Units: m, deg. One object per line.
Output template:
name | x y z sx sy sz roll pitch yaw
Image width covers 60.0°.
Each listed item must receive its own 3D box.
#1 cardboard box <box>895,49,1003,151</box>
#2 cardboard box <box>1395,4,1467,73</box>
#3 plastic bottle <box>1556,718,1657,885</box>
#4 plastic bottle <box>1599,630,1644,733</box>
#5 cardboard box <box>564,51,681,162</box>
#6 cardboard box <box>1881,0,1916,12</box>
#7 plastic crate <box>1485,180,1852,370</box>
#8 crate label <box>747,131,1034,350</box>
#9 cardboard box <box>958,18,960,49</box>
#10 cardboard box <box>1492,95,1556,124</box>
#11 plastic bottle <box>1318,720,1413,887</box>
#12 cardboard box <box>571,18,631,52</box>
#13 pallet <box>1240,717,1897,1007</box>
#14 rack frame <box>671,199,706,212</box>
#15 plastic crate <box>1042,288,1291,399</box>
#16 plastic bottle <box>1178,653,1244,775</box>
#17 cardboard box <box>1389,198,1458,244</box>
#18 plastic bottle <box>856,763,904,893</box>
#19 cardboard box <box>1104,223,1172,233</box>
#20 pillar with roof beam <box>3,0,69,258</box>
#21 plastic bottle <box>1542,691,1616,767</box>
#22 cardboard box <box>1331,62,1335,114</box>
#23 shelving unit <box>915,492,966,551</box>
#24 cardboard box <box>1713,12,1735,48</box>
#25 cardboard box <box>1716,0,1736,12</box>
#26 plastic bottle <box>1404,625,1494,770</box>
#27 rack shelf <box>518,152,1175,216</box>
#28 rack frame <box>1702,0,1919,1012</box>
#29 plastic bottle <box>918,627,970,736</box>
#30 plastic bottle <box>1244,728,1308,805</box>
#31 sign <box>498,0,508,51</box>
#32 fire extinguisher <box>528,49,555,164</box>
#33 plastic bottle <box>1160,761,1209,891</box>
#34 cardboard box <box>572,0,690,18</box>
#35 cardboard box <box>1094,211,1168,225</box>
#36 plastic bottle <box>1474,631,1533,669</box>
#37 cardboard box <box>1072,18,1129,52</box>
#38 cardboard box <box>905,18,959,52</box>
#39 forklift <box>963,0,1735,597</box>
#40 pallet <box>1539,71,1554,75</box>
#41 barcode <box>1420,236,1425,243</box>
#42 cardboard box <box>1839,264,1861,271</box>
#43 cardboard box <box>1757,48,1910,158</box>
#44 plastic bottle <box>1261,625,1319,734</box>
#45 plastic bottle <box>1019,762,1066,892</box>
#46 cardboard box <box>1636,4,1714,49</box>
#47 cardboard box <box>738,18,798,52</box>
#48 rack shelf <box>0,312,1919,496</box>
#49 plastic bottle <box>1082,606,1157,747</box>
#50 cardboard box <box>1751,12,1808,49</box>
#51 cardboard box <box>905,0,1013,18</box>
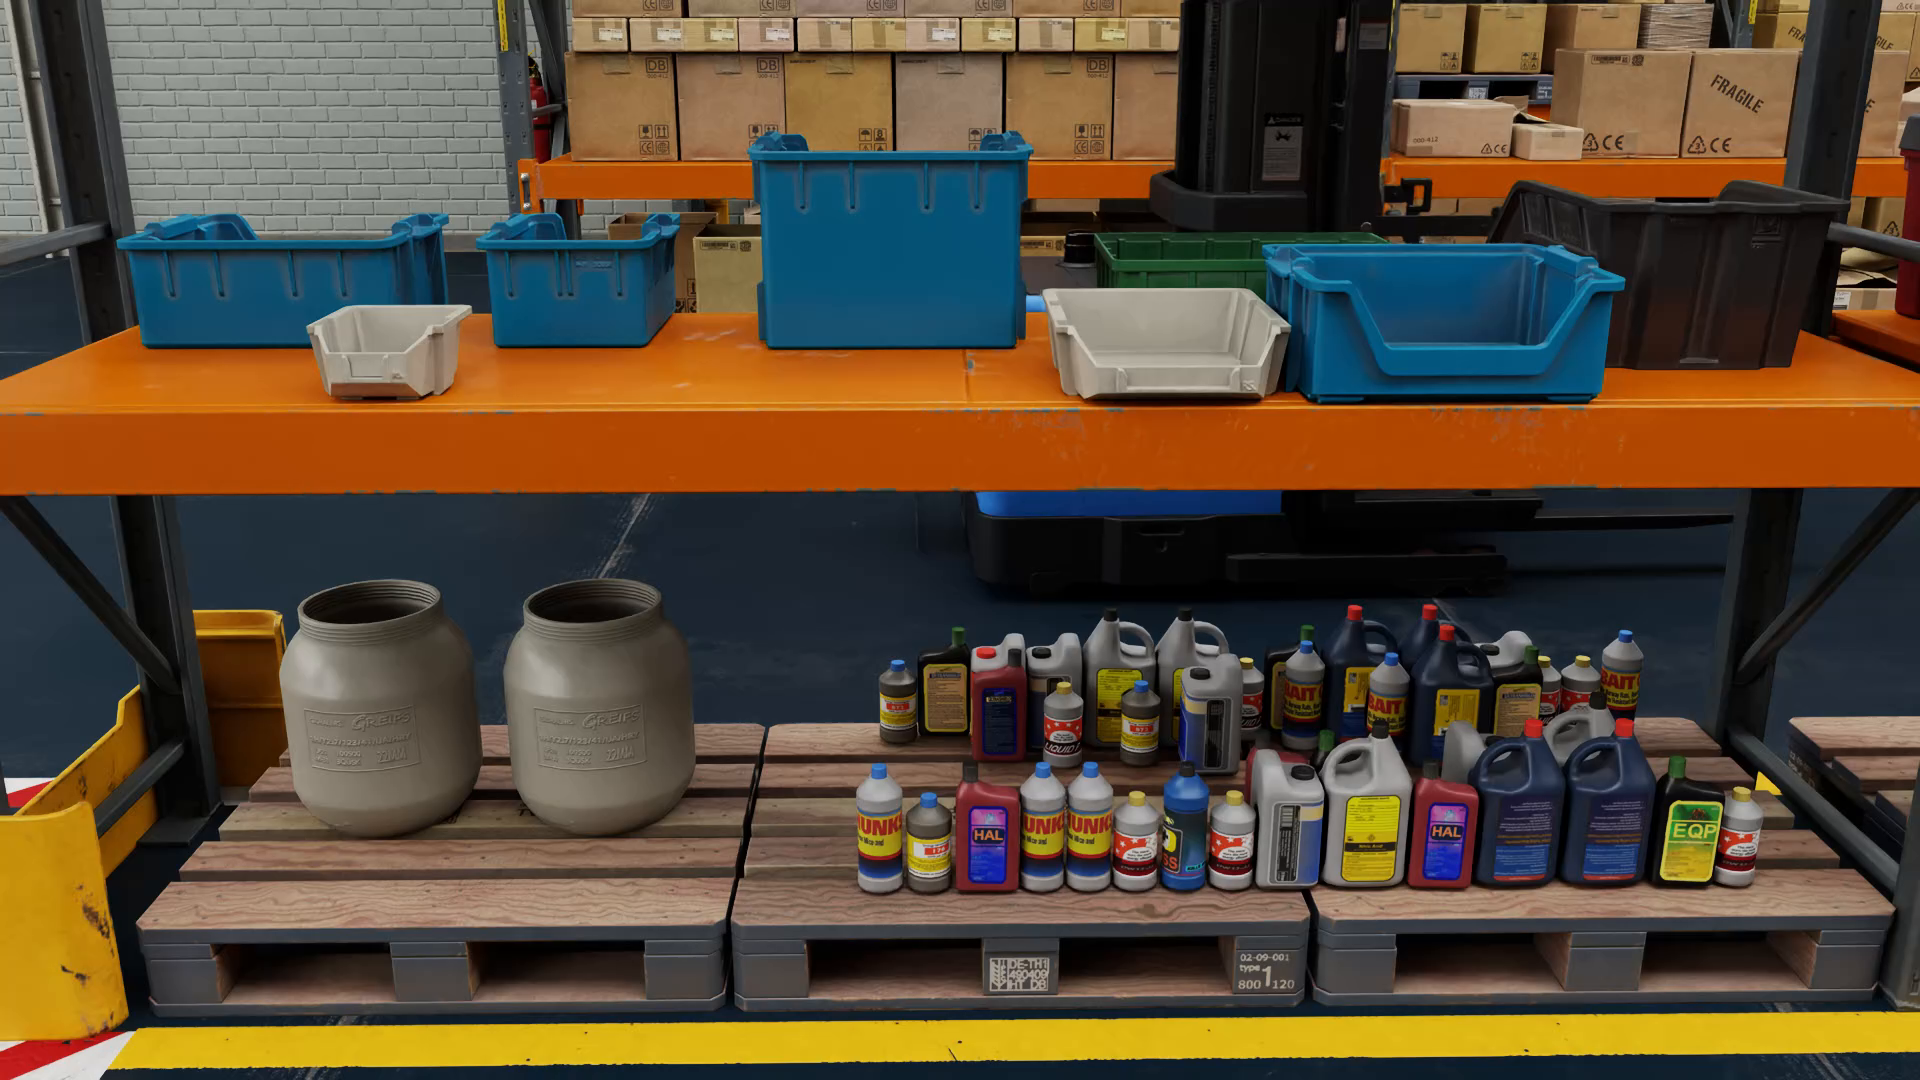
cardboard box | -0.046 -2.143 8.152 0.500 0.500 0.700 0 18 1
cardboard box | 3.583 -3.883 12.857 0.500 0.500 0.700 2 18 7
plastic bottle | 1.373 0.548 3.544 0.185 0.351 0.144 -1 18 -2
plastic bottle | 1.687 0.363 4.253 0.097 0.271 0.097 0 18 0
cardboard box | -1.594 -2.134 8.126 0.500 0.500 0.700 0 18 -1
cardboard box | 6.851 -4.122 12.575 0.500 0.250 0.500 -1 18 -2
plastic crate | 1.487 -0.601 3.613 0.504 0.338 0.767 0 18 -1
crate label | -0.151 -0.684 3.710 0.616 0.435 0.502 0 18 -1
cardboard box | -0.131 -2.513 8.245 0.250 0.149 0.380 -1 18 -2
cardboard box | 2.815 -2.104 8.415 0.258 0.266 0.396 -1 18 -2
plastic bottle | 0.859 0.551 3.536 0.185 0.351 0.144 0 18 -1
cardboard box | -1.665 -2.381 7.833 0.250 0.149 0.380 0 18 -1
pallet | 1.341 0.724 3.946 1.213 0.211 1.003 0 18 -1
rack frame | -2.143 -3.601 12.863 0.127 3.000 1.000 0 18 -1
plastic crate | 0.393 -0.384 3.265 0.437 0.136 0.530 0 18 -1
plastic bottle | 0.613 0.418 4.073 0.135 0.276 0.152 0 18 -1
cardboard box | 3.619 -2.656 13.289 0.500 0.500 0.700 0 18 0
plastic bottle | -0.169 0.601 3.511 0.097 0.271 0.097 0 18 0
cardboard box | 0.978 -1.287 8.237 0.500 0.500 0.500 0 18 -1
pillar with roof beam | -7.388 -5.382 8.592 0.400 9.000 9.100 0 18 -1
plastic bottle | 1.371 0.504 3.681 0.185 0.351 0.144 0 18 -1
cardboard box | 1.495 -2.151 8.179 0.500 0.500 0.700 -1 18 -2
shelving unit | -0.078 -0.569 6.357 0.189 1.200 0.258 -1 18 -3
cardboard box | 6.324 -3.921 13.178 0.500 0.500 0.500 0 18 -1
cardboard box | 6.305 -4.277 13.059 0.500 0.250 0.500 0 18 1
plastic bottle | 1.201 0.378 4.074 0.185 0.351 0.144 0 18 -1
rack shelf | -0.061 -1.755 8.287 4.000 0.370 1.077 0 18 -1
rack frame | 2.013 -0.595 3.491 0.127 3.000 1.000 0 18 -1
plastic bottle | -0.041 0.360 4.242 0.133 0.283 0.061 0 18 0
plastic bottle | 0.694 0.550 3.649 0.133 0.283 0.061 0 18 -1
sign | -2.058 -2.369 7.474 0.005 0.325 0.100 0 18 -1
fire extinguisher | -2.187 -2.193 8.599 0.183 0.674 0.296 0 18 -1
plastic bottle | 0.476 0.598 3.520 0.097 0.271 0.097 0 18 0
cardboard box | -1.541 -2.752 7.929 0.500 0.500 0.700 0 18 -1
cardboard box | 0.970 -1.444 8.724 0.500 0.500 0.500 0 18 -1
plastic bottle | 1.364 0.370 4.221 0.135 0.276 0.152 0 18 1
cardboard box | 0.652 -2.393 7.871 0.250 0.149 0.380 0 18 -1
cardboard box | -0.129 -2.388 7.856 0.250 0.149 0.380 0 18 0
forklift | 1.546 -1.356 5.977 3.031 2.935 1.130 -1 18 -3
pallet | 5.145 -3.512 12.900 1.003 0.211 1.213 0 18 -1
barcode | 2.200 -1.458 7.982 0.075 0.075 0.001 0 18 -1
cardboard box | 4.374 -1.365 8.787 0.500 0.311 0.500 -1 18 -2
cardboard box | 4.260 -2.161 8.211 0.500 0.500 0.500 -1 18 -4
plastic bottle | 0.845 0.355 4.256 0.133 0.283 0.061 1 18 2
plastic bottle | 0.174 0.599 3.516 0.097 0.271 0.097 0 18 0
cardboard box | 5.386 -3.892 12.884 0.500 0.500 0.700 -2 18 -7
cardboard box | -0.900 -2.384 7.844 0.250 0.149 0.380 -1 18 -2
rack shelf | 0.013 -0.242 3.571 4.000 0.370 1.077 0 18 -1
plastic bottle | 0.399 0.338 4.199 0.185 0.351 0.144 0 18 1
cardboard box | 6.346 -3.763 12.683 0.500 0.500 0.500 0 18 1
cardboard box | -0.011 -2.762 7.958 0.500 0.500 0.700 0 18 -1
